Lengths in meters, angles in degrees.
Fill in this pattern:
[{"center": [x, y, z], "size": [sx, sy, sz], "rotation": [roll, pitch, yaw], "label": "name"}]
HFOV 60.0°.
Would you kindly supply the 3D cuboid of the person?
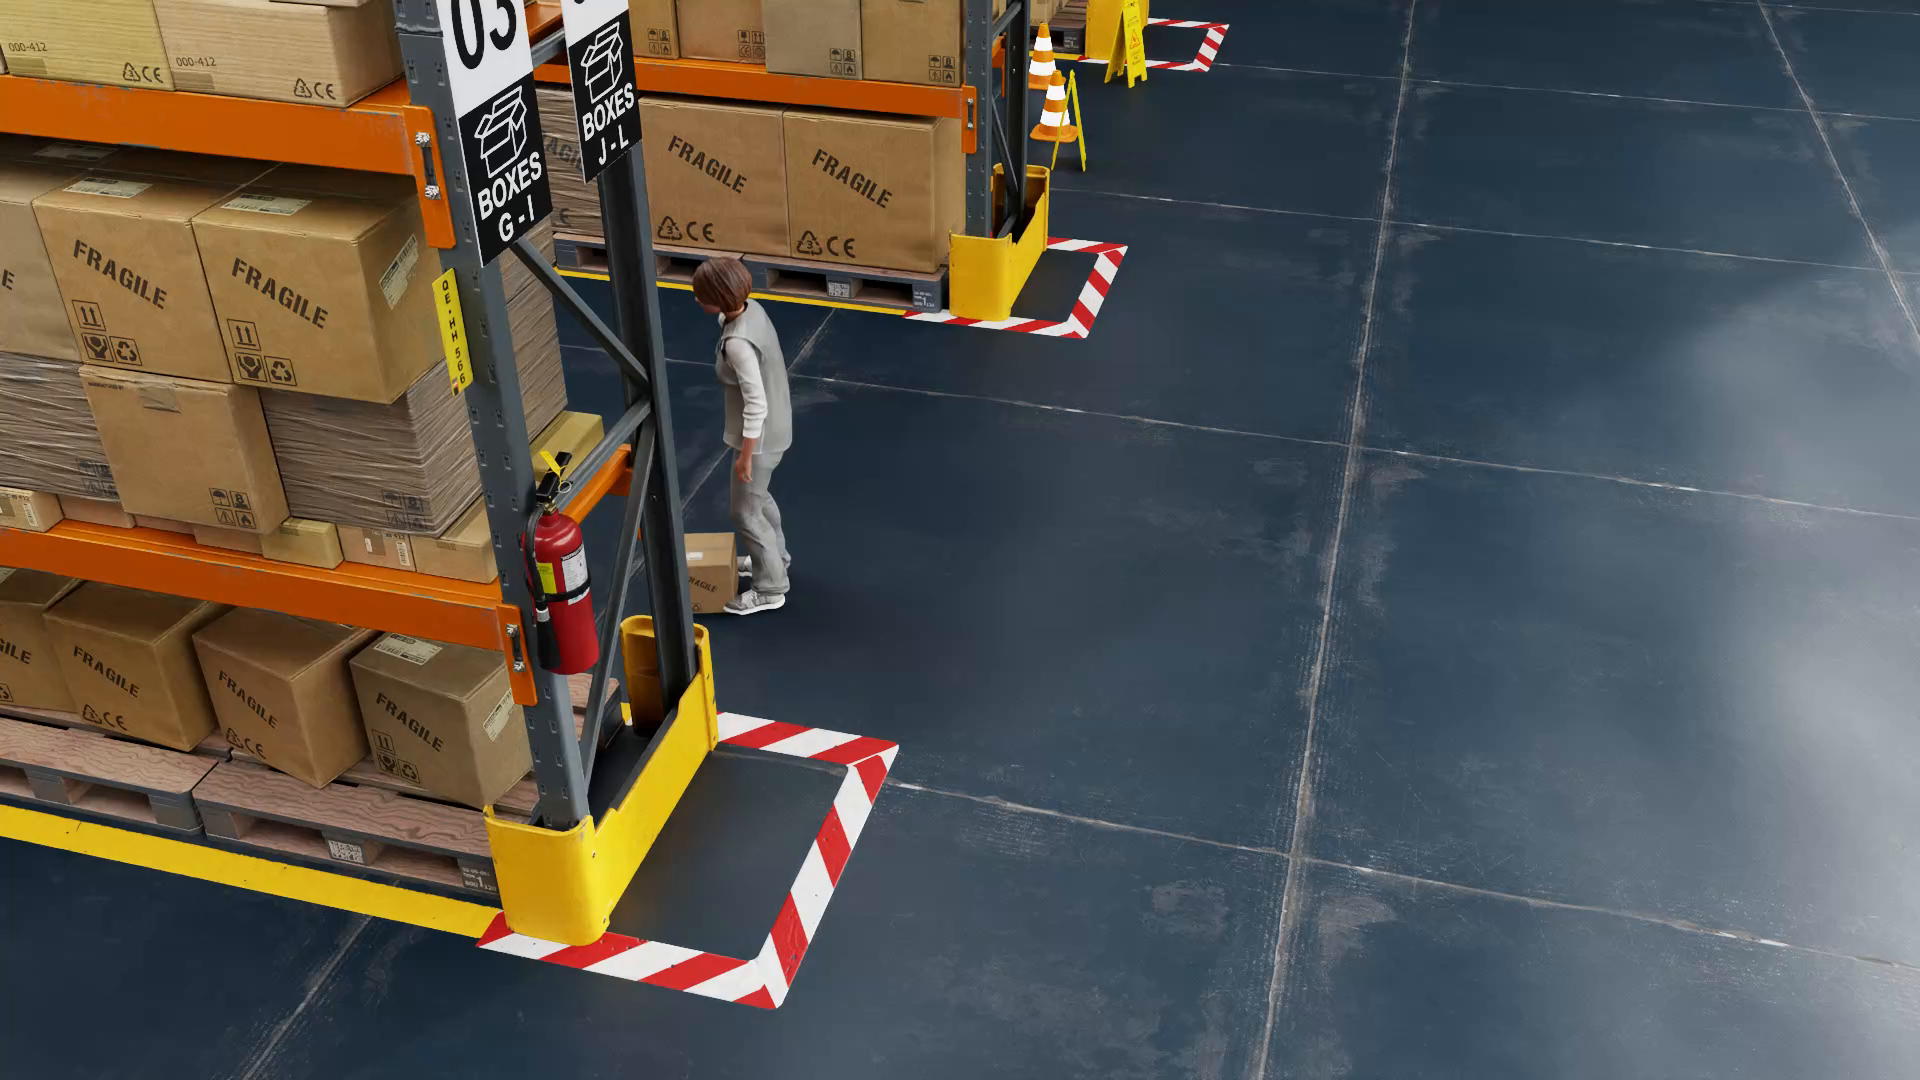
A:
[{"center": [-0.856, -0.426, 6.801], "size": [0.346, 1.591, 0.476], "rotation": [-3, 33, -4], "label": "person"}]
